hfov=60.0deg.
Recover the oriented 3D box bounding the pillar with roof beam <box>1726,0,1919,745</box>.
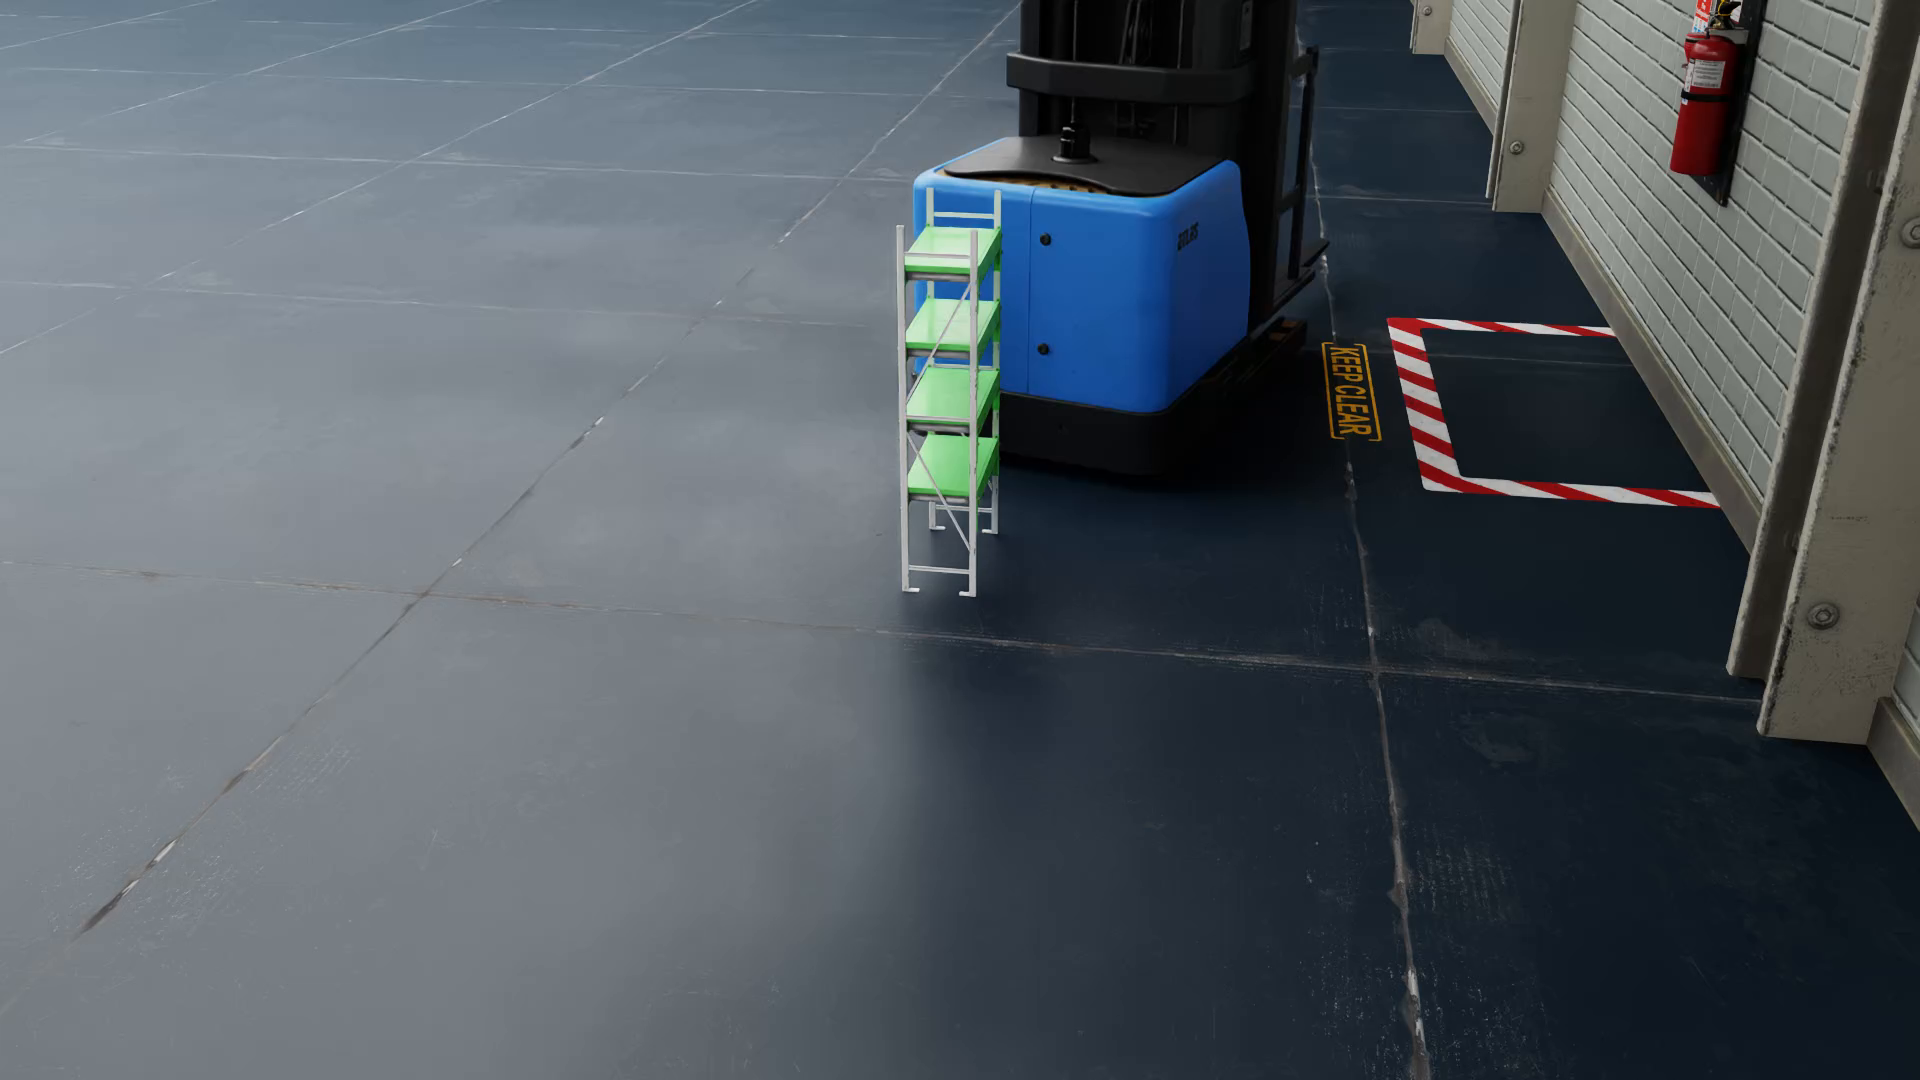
[{"bbox_3d":[-1.849,-3.905,3.478,9.100,9.000,0.400,4,25,9],"label":"pillar with roof beam"}]

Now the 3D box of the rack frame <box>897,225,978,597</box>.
[{"bbox_3d":[-0.067,-0.372,5.130,0.240,1.200,0.015,4,25,9],"label":"rack frame"}]

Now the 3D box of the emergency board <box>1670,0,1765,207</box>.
[{"bbox_3d":[2.840,-1.921,6.315,0.194,1.169,0.643,4,25,9],"label":"emergency board"}]

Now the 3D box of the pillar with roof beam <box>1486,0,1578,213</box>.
[{"bbox_3d":[-0.868,-6.415,8.839,9.100,9.000,0.400,4,25,9],"label":"pillar with roof beam"}]

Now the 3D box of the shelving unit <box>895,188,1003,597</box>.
[{"bbox_3d":[-0.027,-0.474,5.348,0.258,1.200,0.503,4,25,9],"label":"shelving unit"}]

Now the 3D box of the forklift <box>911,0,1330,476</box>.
[{"bbox_3d":[0.918,-2.154,6.895,1.130,2.935,3.031,12,28,24],"label":"forklift"}]

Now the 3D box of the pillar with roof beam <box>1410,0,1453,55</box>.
[{"bbox_3d":[0.112,-8.924,14.200,9.100,9.000,0.400,4,25,9],"label":"pillar with roof beam"}]

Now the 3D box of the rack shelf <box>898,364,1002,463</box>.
[{"bbox_3d":[-0.027,-0.416,5.375,0.258,0.148,0.480,4,25,9],"label":"rack shelf"}]

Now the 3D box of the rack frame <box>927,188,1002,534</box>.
[{"bbox_3d":[0.013,-0.576,5.566,0.240,1.200,0.015,4,25,9],"label":"rack frame"}]

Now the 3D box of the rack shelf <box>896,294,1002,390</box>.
[{"bbox_3d":[-0.027,-0.634,5.273,0.258,0.148,0.480,4,25,9],"label":"rack shelf"}]

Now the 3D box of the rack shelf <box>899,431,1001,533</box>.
[{"bbox_3d":[-0.027,-0.199,5.477,0.258,0.148,0.480,4,25,9],"label":"rack shelf"}]

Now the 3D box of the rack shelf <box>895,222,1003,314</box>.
[{"bbox_3d":[-0.027,-0.851,5.171,0.258,0.148,0.480,4,25,9],"label":"rack shelf"}]

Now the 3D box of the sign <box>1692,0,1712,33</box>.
[{"bbox_3d":[3.032,-2.161,6.786,0.001,0.329,0.234,4,25,9],"label":"sign"}]
